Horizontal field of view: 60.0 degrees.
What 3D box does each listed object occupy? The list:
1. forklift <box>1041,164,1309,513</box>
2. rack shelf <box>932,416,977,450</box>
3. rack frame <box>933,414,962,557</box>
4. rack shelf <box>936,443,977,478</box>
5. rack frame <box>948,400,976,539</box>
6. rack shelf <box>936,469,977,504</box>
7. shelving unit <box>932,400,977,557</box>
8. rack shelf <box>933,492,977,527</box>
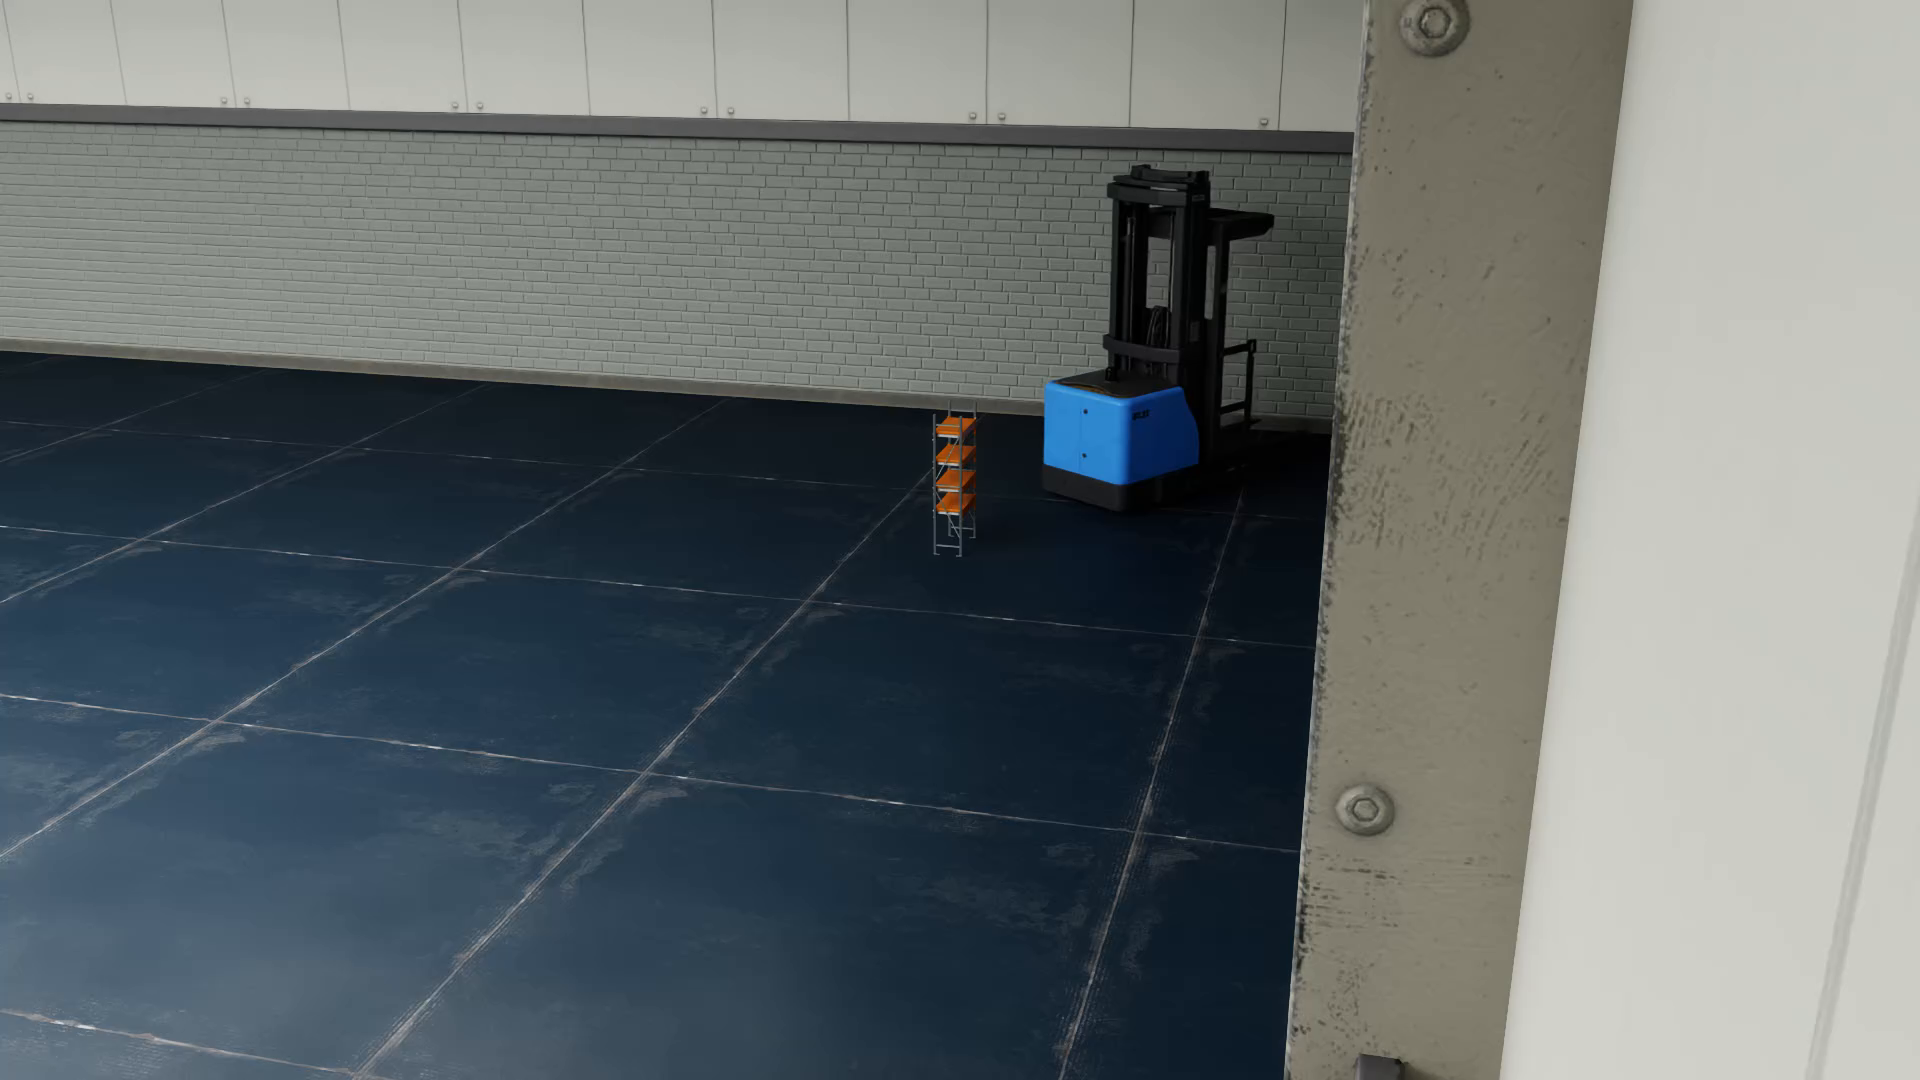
[{"bbox_3d":[2.175,-2.014,15.549,3.031,2.935,1.130,-17,25,-40],"label":"forklift"},{"bbox_3d":[-0.040,-0.888,13.715,0.258,0.148,0.480,5,19,13],"label":"rack shelf"},{"bbox_3d":[-0.100,-0.439,13.618,0.240,1.200,0.015,5,19,13],"label":"rack frame"},{"bbox_3d":[-0.040,-0.664,13.791,0.258,0.148,0.480,5,19,13],"label":"rack shelf"},{"bbox_3d":[0.019,-0.592,14.066,0.240,1.200,0.015,5,19,13],"label":"rack frame"},{"bbox_3d":[-0.040,-0.452,13.863,0.258,0.148,0.480,5,19,13],"label":"rack shelf"},{"bbox_3d":[-0.040,-0.516,13.842,0.258,1.200,0.503,5,19,13],"label":"shelving unit"},{"bbox_3d":[-0.040,-0.264,13.928,0.258,0.148,0.480,5,19,13],"label":"rack shelf"}]
